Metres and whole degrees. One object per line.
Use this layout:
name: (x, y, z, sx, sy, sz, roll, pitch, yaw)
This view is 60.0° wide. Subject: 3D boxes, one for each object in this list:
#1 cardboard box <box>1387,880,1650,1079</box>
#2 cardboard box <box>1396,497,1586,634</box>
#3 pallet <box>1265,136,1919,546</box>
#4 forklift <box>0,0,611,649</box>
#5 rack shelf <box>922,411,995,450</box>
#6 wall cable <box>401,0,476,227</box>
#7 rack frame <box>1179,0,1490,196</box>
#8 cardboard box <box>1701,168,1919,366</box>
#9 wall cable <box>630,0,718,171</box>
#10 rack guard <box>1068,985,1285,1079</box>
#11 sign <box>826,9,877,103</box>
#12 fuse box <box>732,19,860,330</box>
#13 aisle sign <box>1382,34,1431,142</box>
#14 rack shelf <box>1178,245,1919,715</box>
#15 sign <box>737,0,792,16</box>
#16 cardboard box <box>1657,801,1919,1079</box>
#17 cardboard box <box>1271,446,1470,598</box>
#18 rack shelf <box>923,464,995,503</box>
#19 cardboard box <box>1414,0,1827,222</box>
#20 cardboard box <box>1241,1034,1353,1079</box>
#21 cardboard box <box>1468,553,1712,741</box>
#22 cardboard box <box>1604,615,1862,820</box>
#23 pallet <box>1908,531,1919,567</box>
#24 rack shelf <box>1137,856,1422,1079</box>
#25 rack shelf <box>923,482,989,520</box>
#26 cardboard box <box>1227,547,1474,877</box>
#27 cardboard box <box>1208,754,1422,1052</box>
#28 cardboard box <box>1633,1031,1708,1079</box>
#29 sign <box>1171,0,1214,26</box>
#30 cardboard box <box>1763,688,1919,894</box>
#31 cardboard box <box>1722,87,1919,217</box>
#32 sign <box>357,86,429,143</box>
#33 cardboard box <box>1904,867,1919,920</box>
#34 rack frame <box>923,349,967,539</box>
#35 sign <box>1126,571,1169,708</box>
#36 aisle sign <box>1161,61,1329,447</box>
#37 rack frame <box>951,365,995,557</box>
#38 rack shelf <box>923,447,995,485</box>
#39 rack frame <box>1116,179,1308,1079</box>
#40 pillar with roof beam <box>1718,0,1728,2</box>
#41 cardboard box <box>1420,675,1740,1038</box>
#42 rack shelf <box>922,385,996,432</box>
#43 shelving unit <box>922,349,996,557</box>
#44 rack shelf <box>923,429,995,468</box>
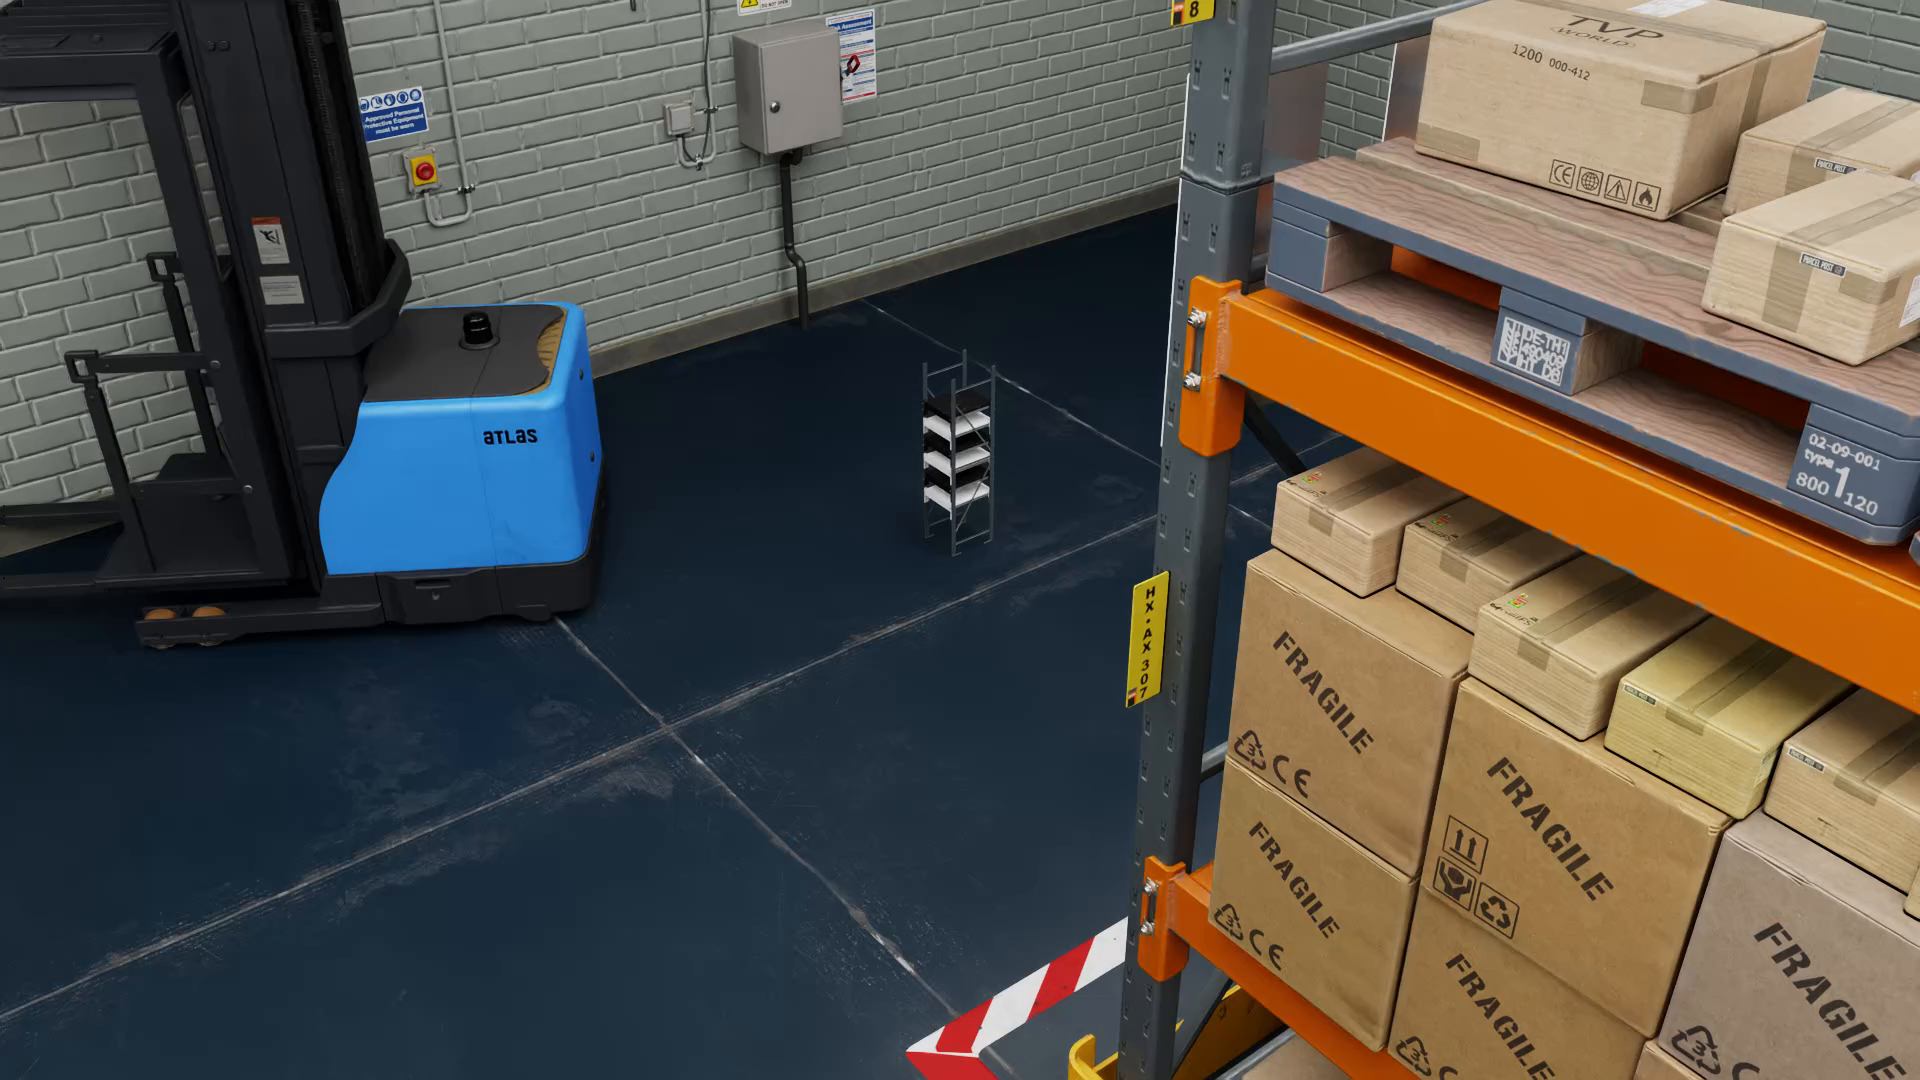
cardboard box: (1.253, 0.898, 3.366, 0.500, 0.500, 0.500, -23, 38, -32)
cardboard box: (1.069, 0.027, 3.207, 0.380, 0.149, 0.250, -21, 38, -30)
pallet: (1.316, -0.485, 2.929, 1.003, 0.211, 1.213, -22, 38, -31)
forklift: (-3.132, -1.081, 6.712, 3.031, 2.935, 1.130, -3, 32, -5)
rack shelf: (-0.005, -0.510, 7.441, 0.258, 0.077, 0.200, -22, 38, -31)
wall cable: (-2.623, -2.342, 7.684, 0.585, 1.953, 0.123, -22, 38, -31)
rack frame: (0.853, -2.103, 2.606, 1.000, 3.000, 0.127, -22, 38, -31)
cardboard box: (1.339, -0.415, 2.477, 0.380, 0.149, 0.250, -21, 37, -30)
wall cable: (-1.510, -2.792, 8.439, 0.588, 1.984, 0.122, -22, 38, -31)
rack guard: (0.839, 1.498, 4.865, 1.175, 0.500, 0.348, -22, 38, -31)
sign: (-0.611, -2.721, 9.378, 0.329, 0.494, 0.001, -22, 38, -31)
fuse box: (-0.874, -1.968, 9.297, 0.539, 1.711, 0.414, -22, 38, -31)
aisle sign: (1.054, -0.789, 3.713, 0.394, 0.787, 0.004, -22, 38, -31)
rack shelf: (2.080, 0.311, 2.245, 1.077, 0.370, 4.000, -22, 38, -31)
sign: (-1.045, -2.935, 8.849, 0.339, 0.242, 0.001, -22, 38, -31)
cardboard box: (1.567, 0.696, 2.744, 0.500, 0.500, 0.500, -23, 38, -32)
cardboard box: (0.852, -0.059, 3.345, 0.380, 0.149, 0.250, -21, 38, -30)
rack shelf: (-0.005, -0.281, 7.583, 0.258, 0.077, 0.200, -22, 38, -31)
cardboard box: (1.200, -0.827, 3.045, 0.500, 0.250, 0.500, -26, 40, -36)
cardboard box: (1.337, 1.599, 4.364, 0.875, 0.438, 0.875, -24, 39, -33)
cardboard box: (1.138, 0.172, 2.972, 0.380, 0.149, 0.250, -21, 38, -30)
cardboard box: (1.314, 0.276, 2.805, 0.380, 0.149, 0.250, -24, 39, -33)
pallet: (2.069, 0.024, 2.110, 1.003, 0.211, 1.213, -22, 38, -31)
rack shelf: (2.080, 1.585, 3.037, 1.077, 0.370, 4.000, -22, 38, -31)
rack shelf: (-0.005, -0.204, 7.631, 0.258, 0.077, 0.200, -22, 38, -31)
cardboard box: (0.923, 0.271, 3.428, 0.500, 0.500, 0.500, -23, 39, -32)
cardboard box: (0.921, 0.696, 3.691, 0.500, 0.500, 0.500, -23, 38, -32)
cardboard box: (1.551, 1.116, 3.016, 0.500, 0.500, 0.500, -23, 38, -32)
sign: (0.411, -1.056, 2.861, 0.100, 0.325, 0.005, -22, 38, -31)
cardboard box: (1.516, 0.368, 2.657, 0.380, 0.149, 0.250, -22, 38, -31)
cardboard box: (1.521, -0.635, 2.832, 0.380, 0.149, 0.250, -26, 40, -35)
sign: (-2.699, -2.021, 7.905, 0.327, 0.218, 0.001, -22, 38, -31)
cardboard box: (1.636, 0.486, 2.467, 0.380, 0.149, 0.250, -22, 38, -31)
rack frame: (-0.067, -0.428, 7.586, 0.240, 0.900, 0.006, -22, 38, -31)
sign: (0.411, 0.221, 3.655, 0.100, 0.325, 0.005, -22, 38, -31)
aisle sign: (0.580, -0.595, 3.400, 0.394, 0.787, 0.004, -22, 38, -31)
rack frame: (0.057, -0.343, 7.450, 0.240, 0.900, 0.006, -22, 38, -31)
rack shelf: (-0.005, -0.357, 7.536, 0.258, 0.077, 0.200, -22, 38, -31)
rack frame: (0.853, 0.446, 4.189, 1.000, 3.000, 0.127, -22, 38, -31)
pillar with roof beam: (0.430, -3.733, 5.231, 9.100, 9.000, 0.400, -22, 38, -31)
cardboard box: (1.245, 0.484, 3.085, 0.500, 0.500, 0.500, -23, 39, -33)
rack shelf: (-0.005, -0.587, 7.393, 0.258, 0.077, 0.200, -22, 38, -31)
shelving unit: (-0.005, -0.386, 7.518, 0.258, 0.900, 0.210, -22, 38, -31)
rack shelf: (-0.005, -0.434, 7.488, 0.258, 0.077, 0.200, -22, 38, -31)
